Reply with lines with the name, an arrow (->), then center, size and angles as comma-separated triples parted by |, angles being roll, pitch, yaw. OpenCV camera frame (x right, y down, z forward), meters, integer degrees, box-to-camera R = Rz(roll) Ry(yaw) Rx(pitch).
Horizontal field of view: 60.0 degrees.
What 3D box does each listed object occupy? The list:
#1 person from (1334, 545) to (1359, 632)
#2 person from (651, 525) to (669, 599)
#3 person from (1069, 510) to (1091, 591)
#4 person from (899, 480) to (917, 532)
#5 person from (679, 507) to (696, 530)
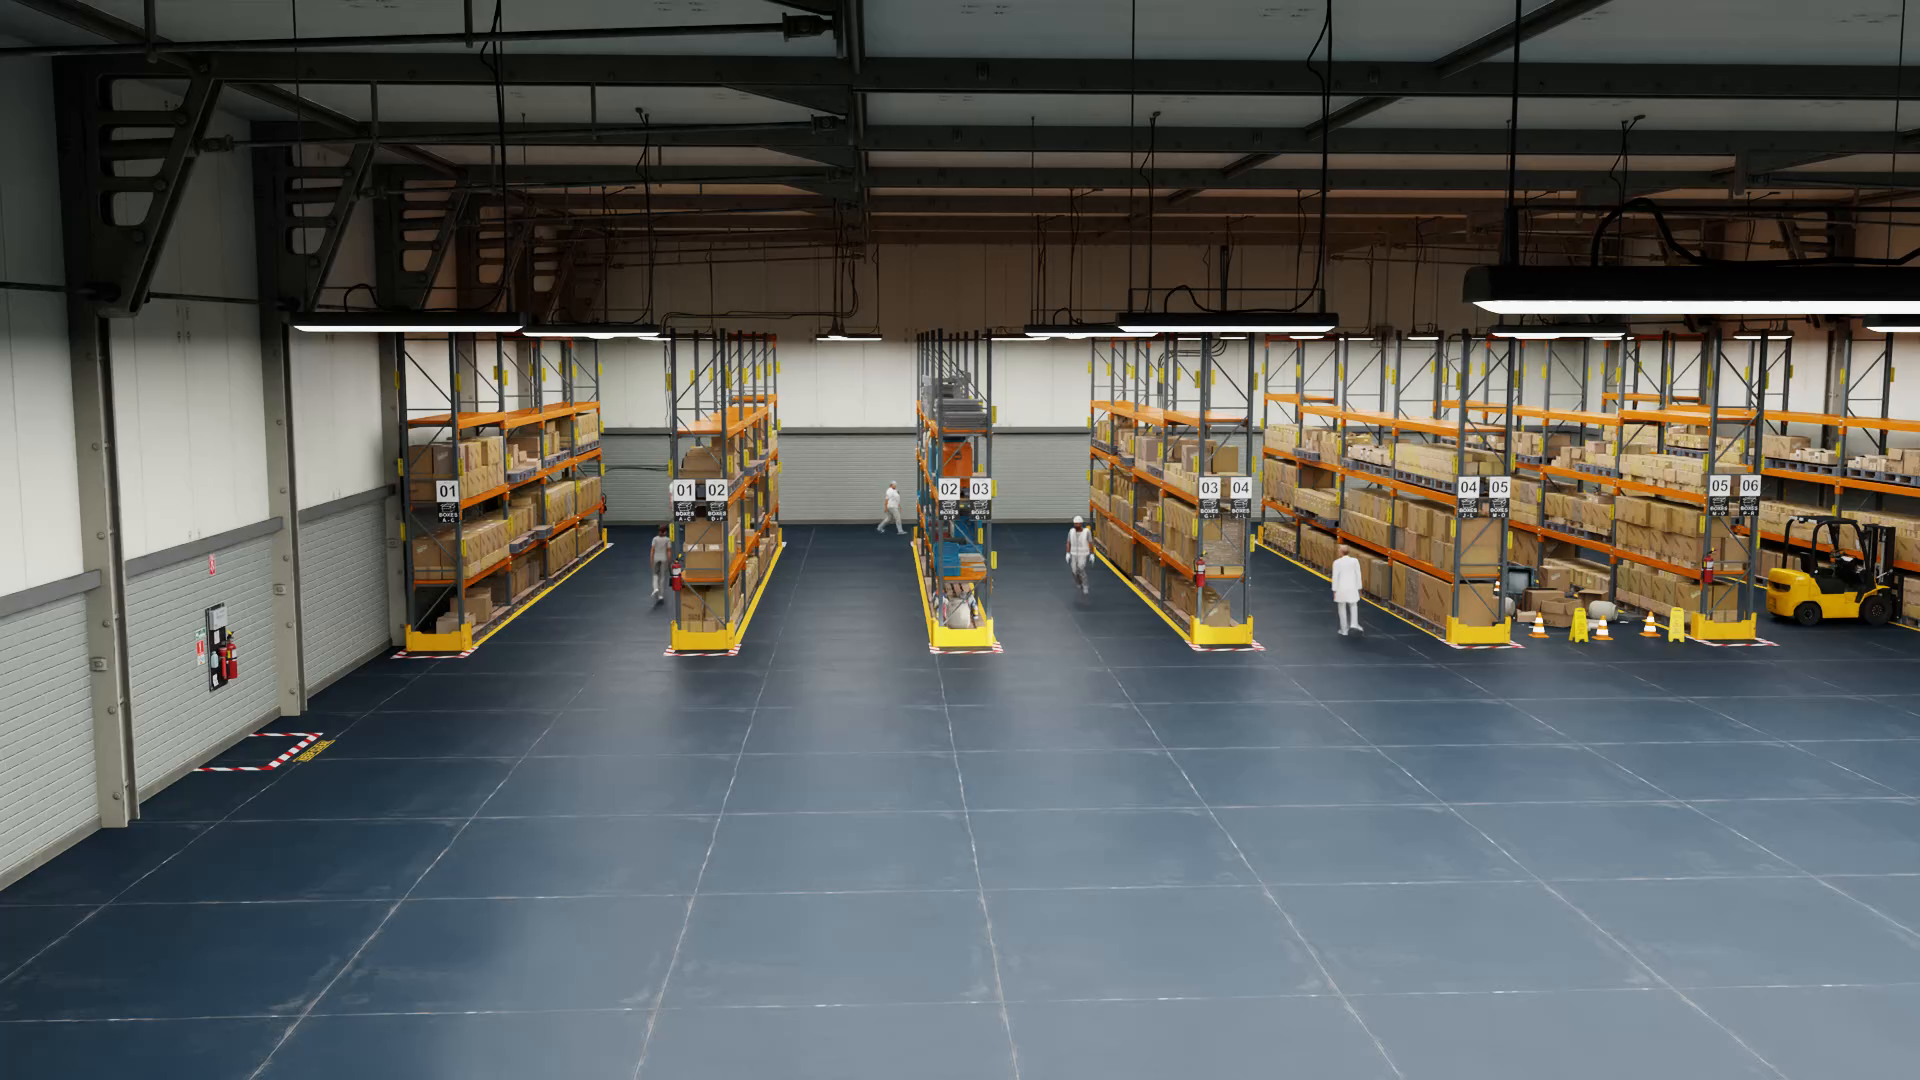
person -> 7.610, 0.943, 32.799 | 0.557, 1.708, 0.454 | -2, 7, -19
person -> -6.734, 0.503, 37.419 | 0.560, 1.648, 0.434 | 4, 8, 32
person -> 2.675, 0.231, 36.930 | 0.472, 1.777, 0.672 | -5, 8, -35
person -> -1.578, -1.033, 49.896 | 0.507, 1.575, 0.506 | 2, 7, 13
person -> -8.238, -1.127, 50.683 | 1.042, 1.697, 0.579 | 5, 8, 35
